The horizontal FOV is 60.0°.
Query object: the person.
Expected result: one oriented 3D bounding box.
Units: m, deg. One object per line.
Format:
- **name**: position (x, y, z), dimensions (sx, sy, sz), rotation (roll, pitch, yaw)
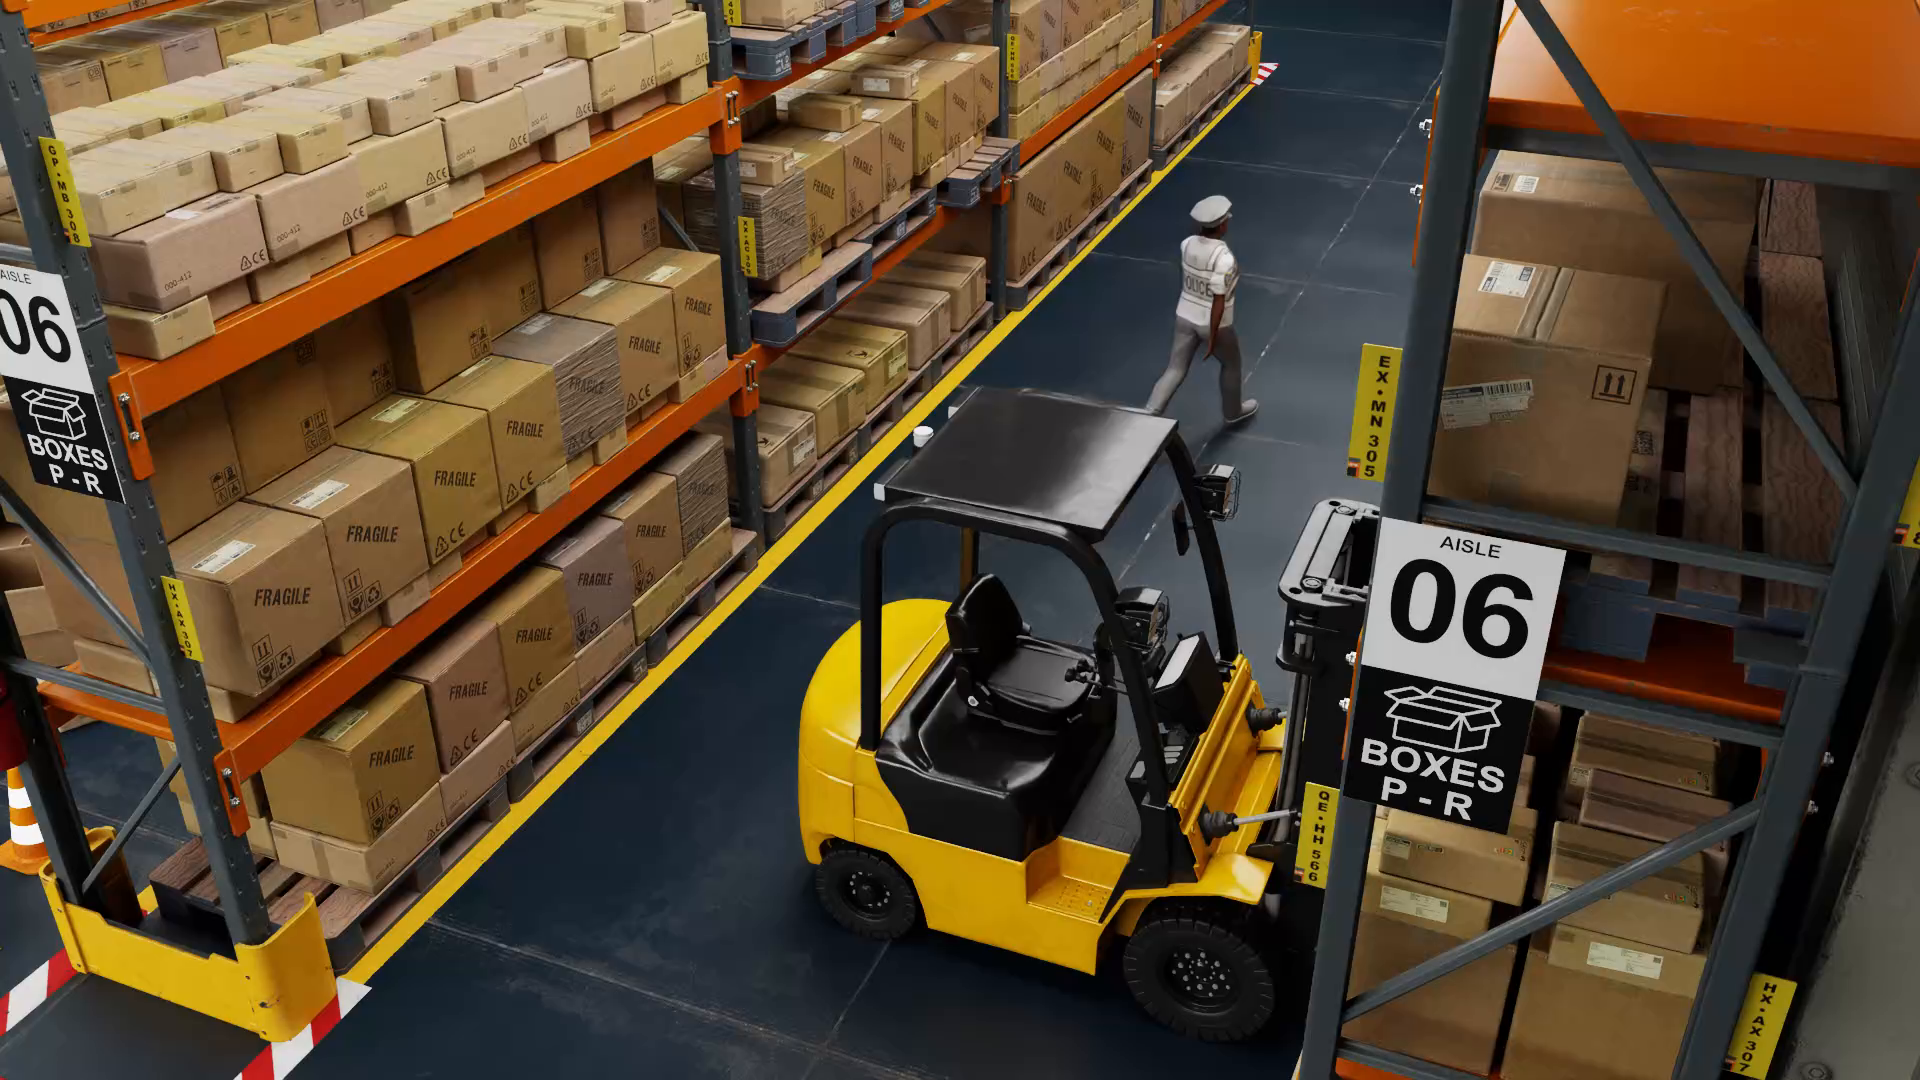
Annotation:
- **person**: position (1.604, -1.459, 10.903), dimensions (0.455, 1.640, 1.026), rotation (26, 39, 38)
